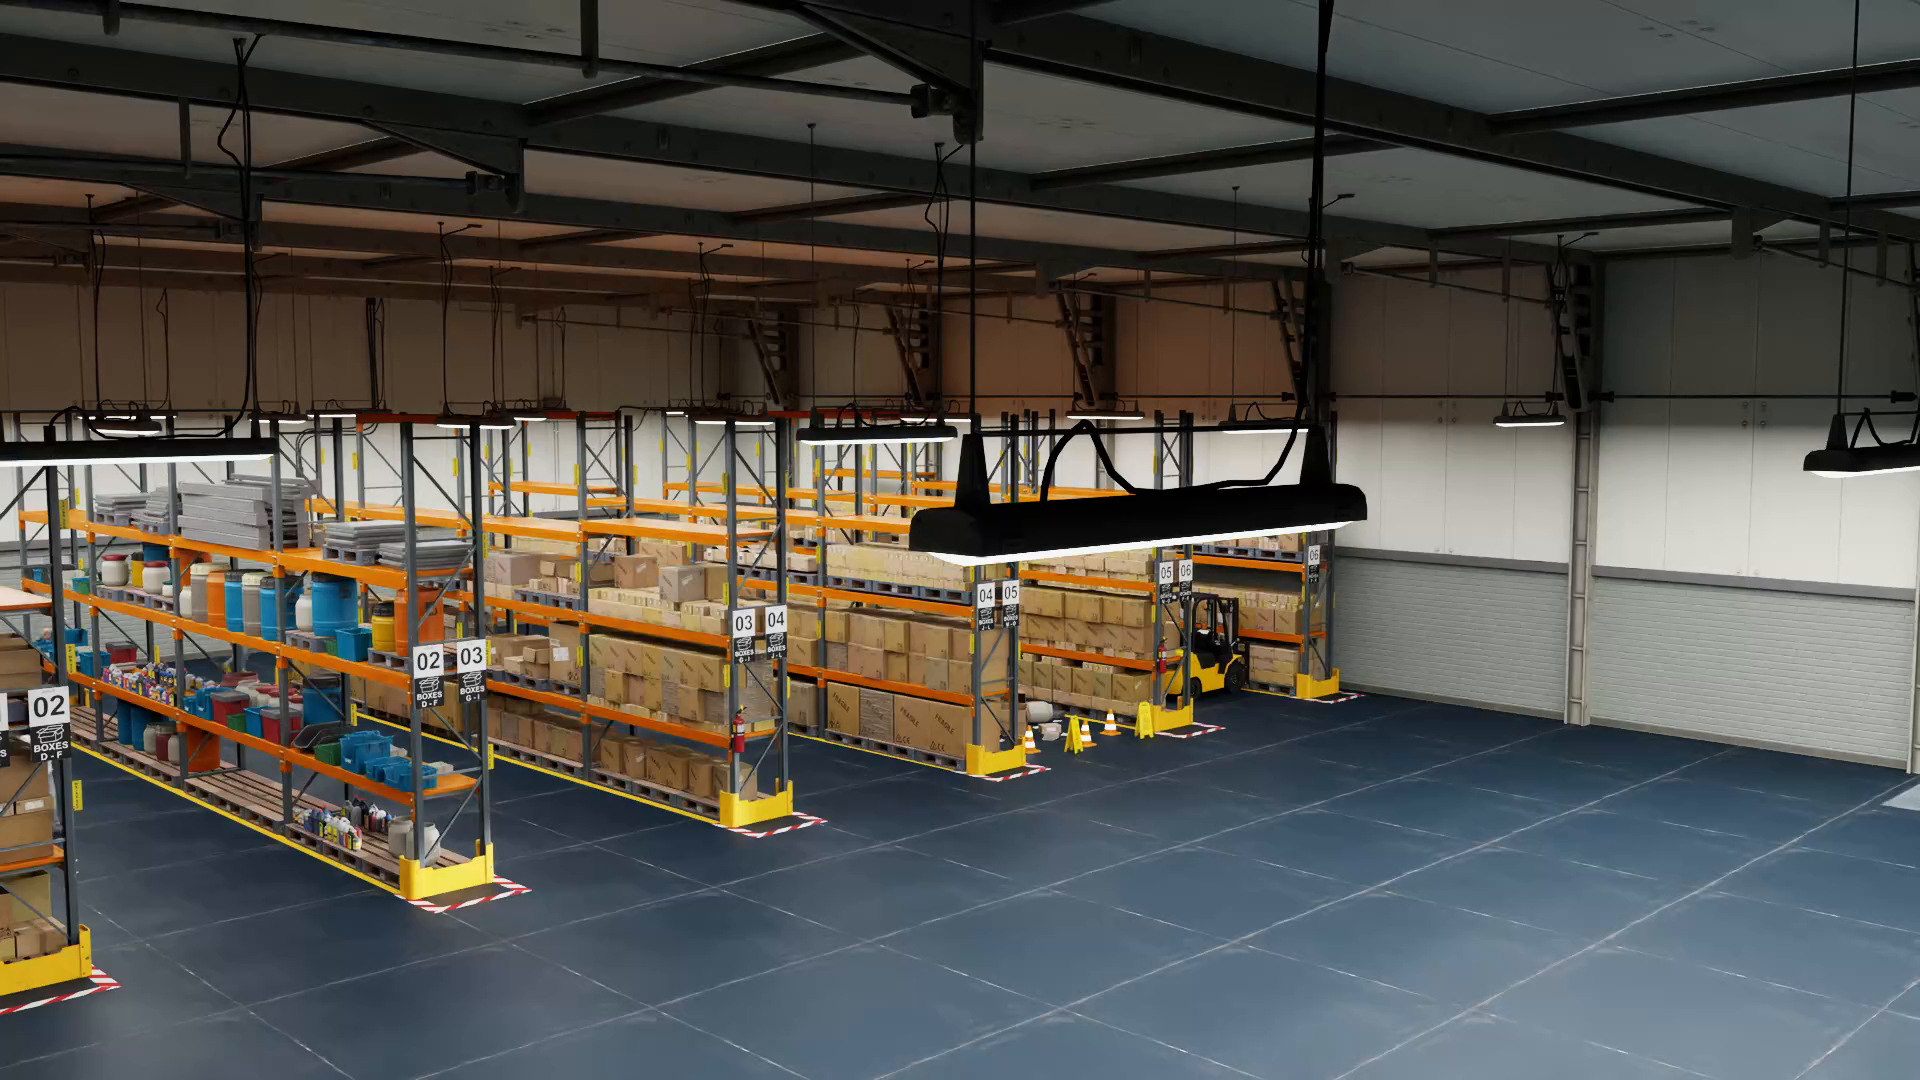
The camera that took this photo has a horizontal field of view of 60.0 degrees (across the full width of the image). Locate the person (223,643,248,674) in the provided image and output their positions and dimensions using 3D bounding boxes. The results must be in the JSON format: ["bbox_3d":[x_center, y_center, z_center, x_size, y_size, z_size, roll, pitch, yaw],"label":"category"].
[{"bbox_3d":[-16.294,2.180,37.519,0.566,1.756,0.586,0,5,-3],"label":"person"}]

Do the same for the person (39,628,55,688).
[{"bbox_3d":[-18.442,2.580,33.746,0.700,1.648,0.523,4,7,41],"label":"person"}]

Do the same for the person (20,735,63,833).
[{"bbox_3d":[-13.368,3.378,24.076,1.006,1.736,0.466,4,6,38],"label":"person"}]
